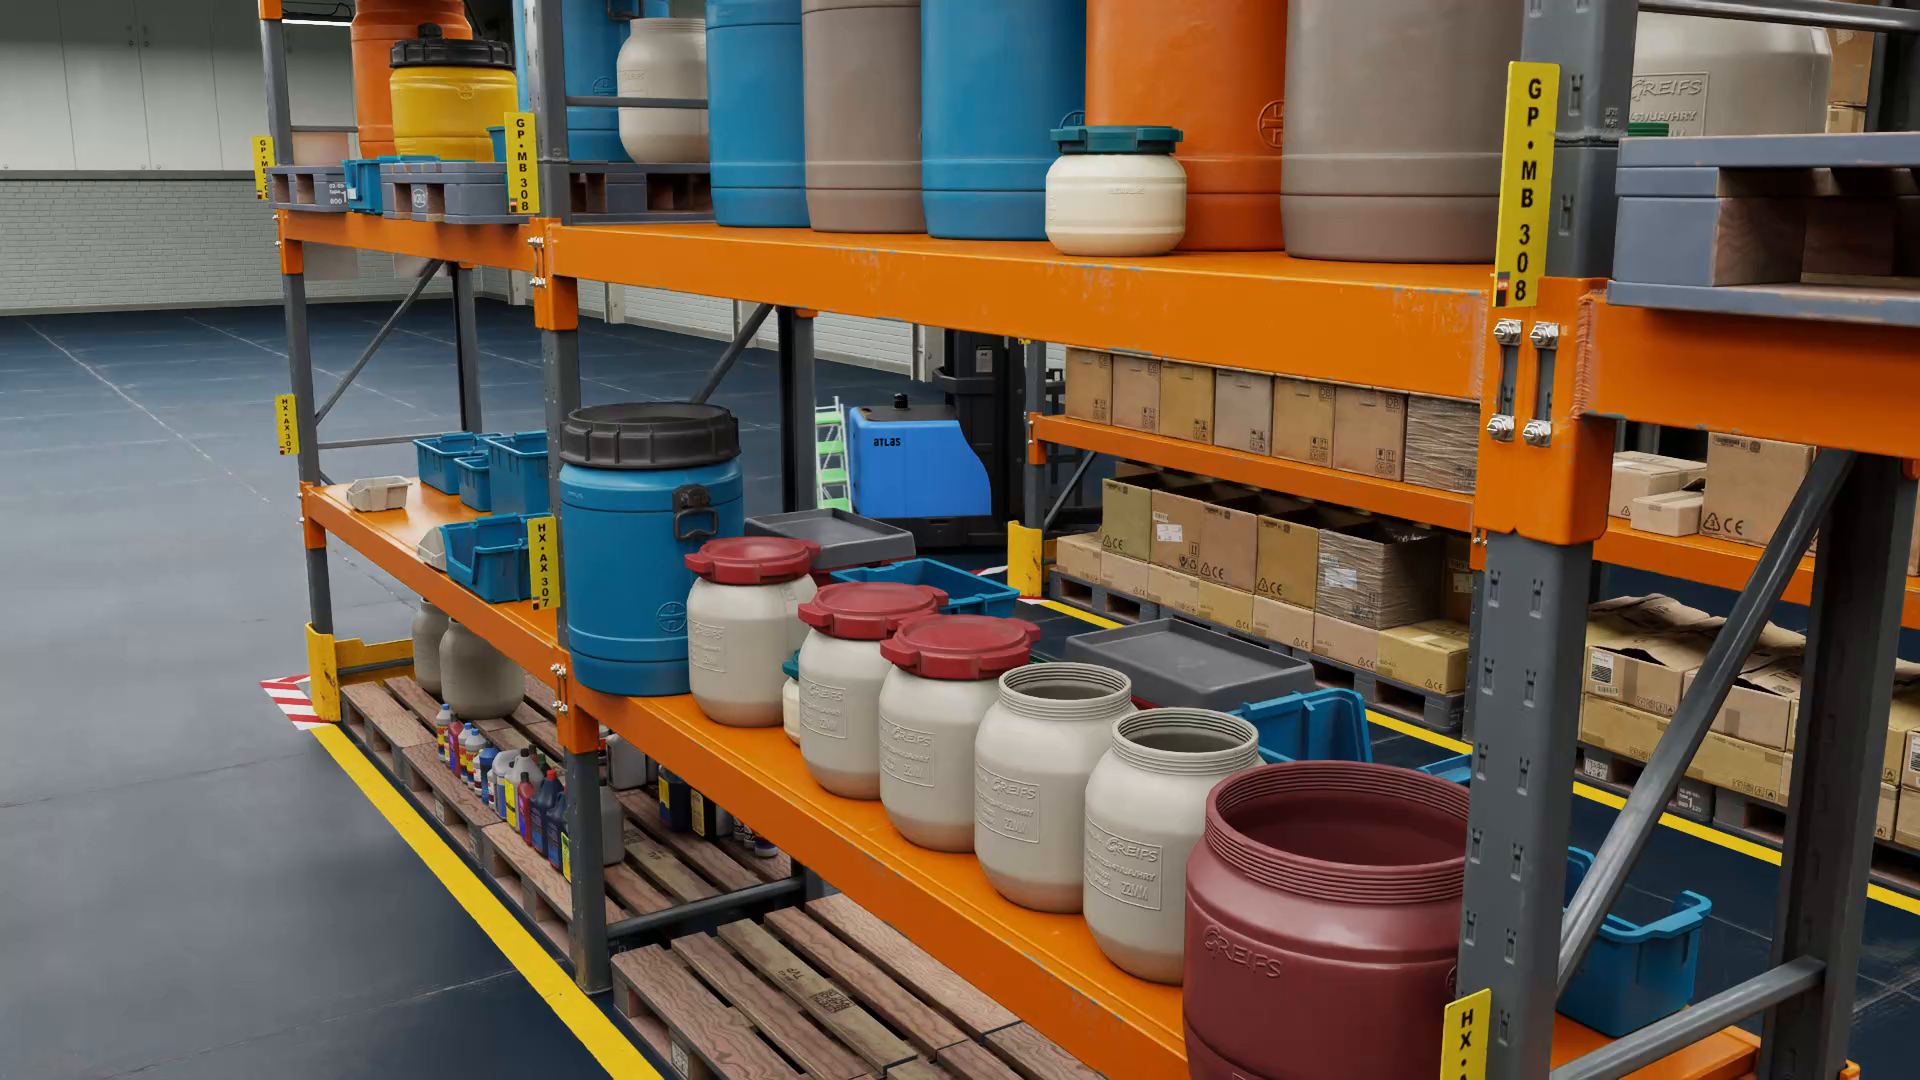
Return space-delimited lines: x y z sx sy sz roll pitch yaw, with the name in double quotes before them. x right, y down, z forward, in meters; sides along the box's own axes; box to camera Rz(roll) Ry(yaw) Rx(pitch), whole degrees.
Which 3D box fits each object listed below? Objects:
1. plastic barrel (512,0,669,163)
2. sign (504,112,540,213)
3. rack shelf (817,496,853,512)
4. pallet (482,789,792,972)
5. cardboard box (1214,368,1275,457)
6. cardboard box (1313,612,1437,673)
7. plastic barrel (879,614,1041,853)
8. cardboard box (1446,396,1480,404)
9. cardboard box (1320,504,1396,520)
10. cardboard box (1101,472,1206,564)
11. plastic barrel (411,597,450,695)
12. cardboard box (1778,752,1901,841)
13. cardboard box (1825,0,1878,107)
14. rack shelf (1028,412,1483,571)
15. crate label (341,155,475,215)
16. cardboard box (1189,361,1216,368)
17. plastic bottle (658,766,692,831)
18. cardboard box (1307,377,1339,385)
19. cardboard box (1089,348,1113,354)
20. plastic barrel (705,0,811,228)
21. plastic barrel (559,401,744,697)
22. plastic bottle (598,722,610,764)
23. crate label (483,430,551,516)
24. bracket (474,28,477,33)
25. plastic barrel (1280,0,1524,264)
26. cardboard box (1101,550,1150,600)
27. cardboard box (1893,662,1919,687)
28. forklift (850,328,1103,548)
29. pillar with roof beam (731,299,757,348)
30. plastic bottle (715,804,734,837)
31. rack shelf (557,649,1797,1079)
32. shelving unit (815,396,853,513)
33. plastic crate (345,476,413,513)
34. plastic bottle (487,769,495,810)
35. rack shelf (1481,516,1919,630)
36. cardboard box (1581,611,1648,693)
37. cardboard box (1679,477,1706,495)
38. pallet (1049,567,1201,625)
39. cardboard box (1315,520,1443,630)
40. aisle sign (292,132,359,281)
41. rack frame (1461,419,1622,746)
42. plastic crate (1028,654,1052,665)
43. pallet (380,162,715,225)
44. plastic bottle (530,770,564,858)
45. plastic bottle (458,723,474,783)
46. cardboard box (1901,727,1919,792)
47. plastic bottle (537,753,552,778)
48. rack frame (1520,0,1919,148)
"plastic barrel" -1.453 -1.950 6.581 0.600 0.901 0.708 -8 15 -33
"sign" -1.454 -1.252 5.523 0.100 0.325 0.005 -8 15 -33
"rack shelf" -1.013 -0.227 13.469 0.258 0.148 0.480 -6 13 -8
"pallet" -1.328 1.393 7.000 1.003 0.211 1.213 -8 15 -33
"cardboard box" 2.027 -0.832 10.409 0.700 0.500 0.500 -8 14 -31
"cardboard box" 2.428 0.561 9.731 0.500 0.250 0.500 -8 15 -33
"plastic barrel" 0.003 0.492 4.273 0.433 0.535 0.433 0 12 0
"cardboard box" 2.806 -0.820 8.836 0.380 0.149 0.250 -8 15 -33
"cardboard box" 2.585 0.043 10.339 0.500 0.500 0.500 -8 15 -33
"cardboard box" 1.310 -0.160 11.271 0.500 0.500 0.500 -8 15 -33
"plastic barrel" -2.778 0.562 9.113 0.421 0.512 0.421 0 12 0
"cardboard box" 4.005 1.082 7.347 0.500 0.250 0.500 -8 15 -32
"cardboard box" 3.779 -2.182 7.408 0.500 0.500 0.500 -6 14 -27
"rack shelf" 2.027 -0.435 10.514 1.077 0.370 4.000 -8 15 -33
"crate label" -2.444 -1.577 7.380 0.502 0.251 0.408 -8 15 -33
"cardboard box" 1.673 -1.184 10.502 0.380 0.149 0.250 -8 15 -33
"plastic bottle" -1.212 1.058 7.172 0.144 0.351 0.185 -8 15 -33
"cardboard box" 2.244 -1.001 9.665 0.380 0.149 0.250 -8 15 -33
"cardboard box" 1.106 -1.366 11.335 0.380 0.149 0.250 -9 15 -34
"plastic barrel" -0.528 -1.491 5.463 0.600 0.901 0.708 -8 15 -33
"plastic barrel" -1.028 0.014 5.601 0.600 0.901 0.708 -8 15 -33
"plastic bottle" -1.724 0.961 7.966 0.097 0.201 0.097 0 12 0
"crate label" -1.962 -0.279 8.032 0.502 0.435 0.616 -8 15 -33
"bracket" -10.998 -11.764 38.165 0.235 0.232 0.430 -8 15 -33
"plastic barrel" 0.952 -1.016 3.291 0.600 0.901 0.600 0 12 0
"cardboard box" 1.311 0.206 11.352 0.500 0.250 0.500 -8 15 -33
"cardboard box" 4.442 0.742 7.588 0.500 0.311 0.500 -8 15 -33
"forklift" 0.624 -1.451 13.638 3.031 2.935 1.130 -2 12 -8
"pillar with roof beam" -7.408 -7.330 26.315 9.100 9.000 0.400 -8 15 -33
"plastic bottle" -1.004 1.108 7.121 0.152 0.276 0.135 -7 14 -31
"rack shelf" 0.118 0.862 4.583 1.077 0.370 4.000 -8 15 -33
"shelving unit" -1.034 -0.522 13.401 0.258 1.200 0.503 -6 13 -8
"plastic crate" -2.979 -0.231 8.512 0.298 0.136 0.250 -8 15 -33
"plastic bottle" -2.047 1.088 7.387 0.097 0.201 0.097 0 12 0
"rack shelf" 4.243 0.276 7.261 1.077 0.370 4.000 -8 15 -33
"cardboard box" 3.157 0.536 8.529 0.500 0.311 0.500 -8 15 -33
"cardboard box" 3.775 -0.231 8.210 0.396 0.266 0.258 -9 15 -34
"pallet" 1.378 0.351 11.763 1.003 0.211 1.213 -8 15 -33
"cardboard box" 2.429 0.194 9.651 0.500 0.500 0.500 -8 15 -33
"aisle sign" -3.490 -1.805 9.008 0.394 0.787 0.004 -8 15 -33
"rack frame" 3.135 -0.431 8.811 1.000 3.000 0.127 -8 15 -33
"plastic crate" 0.210 0.535 4.892 0.450 0.188 0.662 -8 15 -33
"pallet" -1.471 -1.335 6.367 1.213 0.211 1.003 -8 15 -33
"plastic bottle" -1.693 1.119 6.893 0.144 0.351 0.185 -9 15 -36
"plastic bottle" -2.271 0.982 7.709 0.097 0.271 0.097 0 12 0
"cardboard box" 4.286 0.899 6.871 0.500 0.311 0.500 -8 15 -33
"plastic bottle" -1.801 1.078 7.239 0.061 0.283 0.133 -8 15 -33
"rack frame" 1.226 -2.065 2.239 1.000 3.000 0.127 -8 15 -33
